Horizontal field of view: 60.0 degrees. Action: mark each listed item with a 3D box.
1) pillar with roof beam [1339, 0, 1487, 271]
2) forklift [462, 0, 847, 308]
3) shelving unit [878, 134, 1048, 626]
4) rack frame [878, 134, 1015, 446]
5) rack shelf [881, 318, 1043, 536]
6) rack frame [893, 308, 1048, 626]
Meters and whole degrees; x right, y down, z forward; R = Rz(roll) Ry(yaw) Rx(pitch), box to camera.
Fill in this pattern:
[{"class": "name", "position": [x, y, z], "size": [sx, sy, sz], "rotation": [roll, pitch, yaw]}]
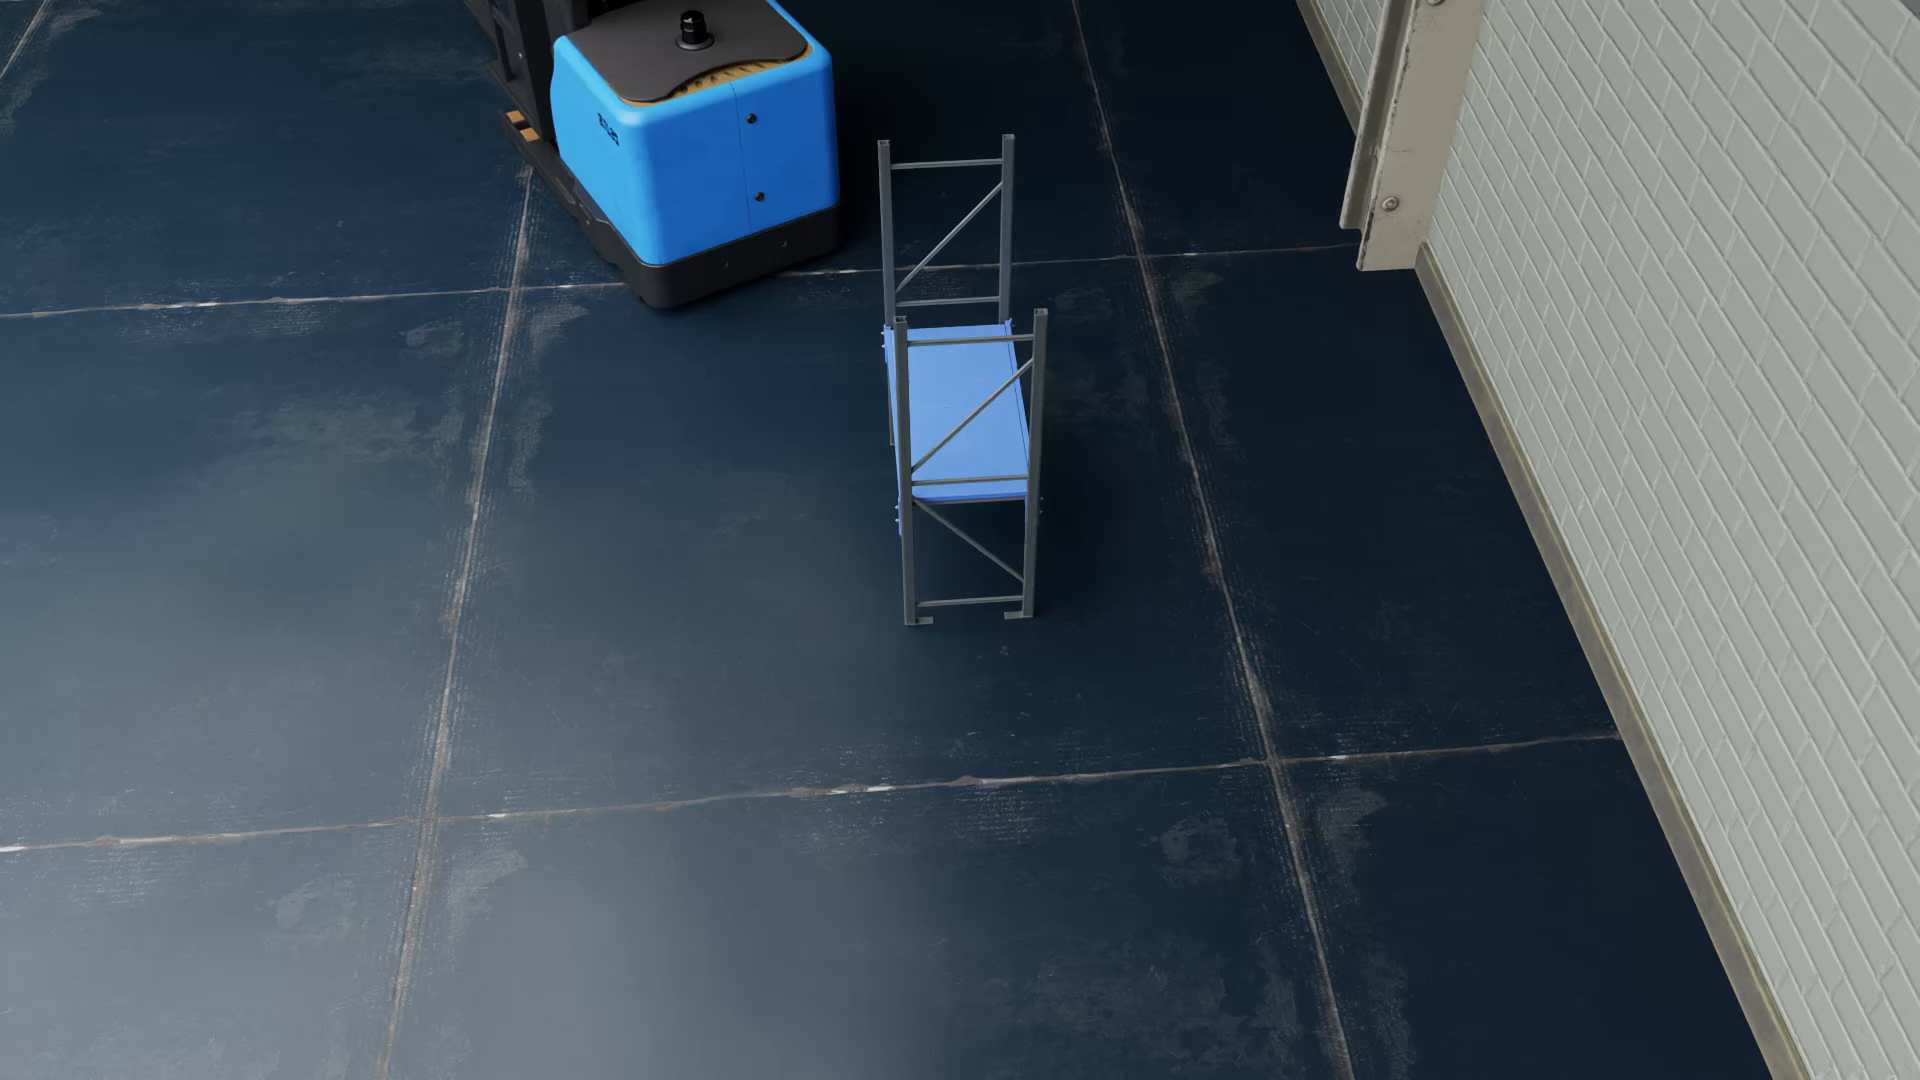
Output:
[{"class": "pillar with roof beam", "position": [-2.242, -4.275, 4.601], "size": [9.100, 9.000, 0.400], "rotation": [-3, 47, -3]}, {"class": "forklift", "position": [-1.743, -3.132, 7.698], "size": [1.130, 2.935, 3.031], "rotation": [-24, 51, -21]}, {"class": "shelving unit", "position": [-0.007, -0.577, 6.264], "size": [0.538, 1.500, 1.048], "rotation": [-3, 47, -3]}, {"class": "rack frame", "position": [-0.050, -0.945, 6.612], "size": [0.500, 1.500, 0.032], "rotation": [-3, 47, -3]}, {"class": "rack shelf", "position": [-0.007, -0.454, 6.395], "size": [0.538, 0.185, 1.000], "rotation": [-3, 47, -3]}, {"class": "rack frame", "position": [0.035, -0.210, 5.916], "size": [0.500, 1.500, 0.032], "rotation": [-3, 47, -3]}]
